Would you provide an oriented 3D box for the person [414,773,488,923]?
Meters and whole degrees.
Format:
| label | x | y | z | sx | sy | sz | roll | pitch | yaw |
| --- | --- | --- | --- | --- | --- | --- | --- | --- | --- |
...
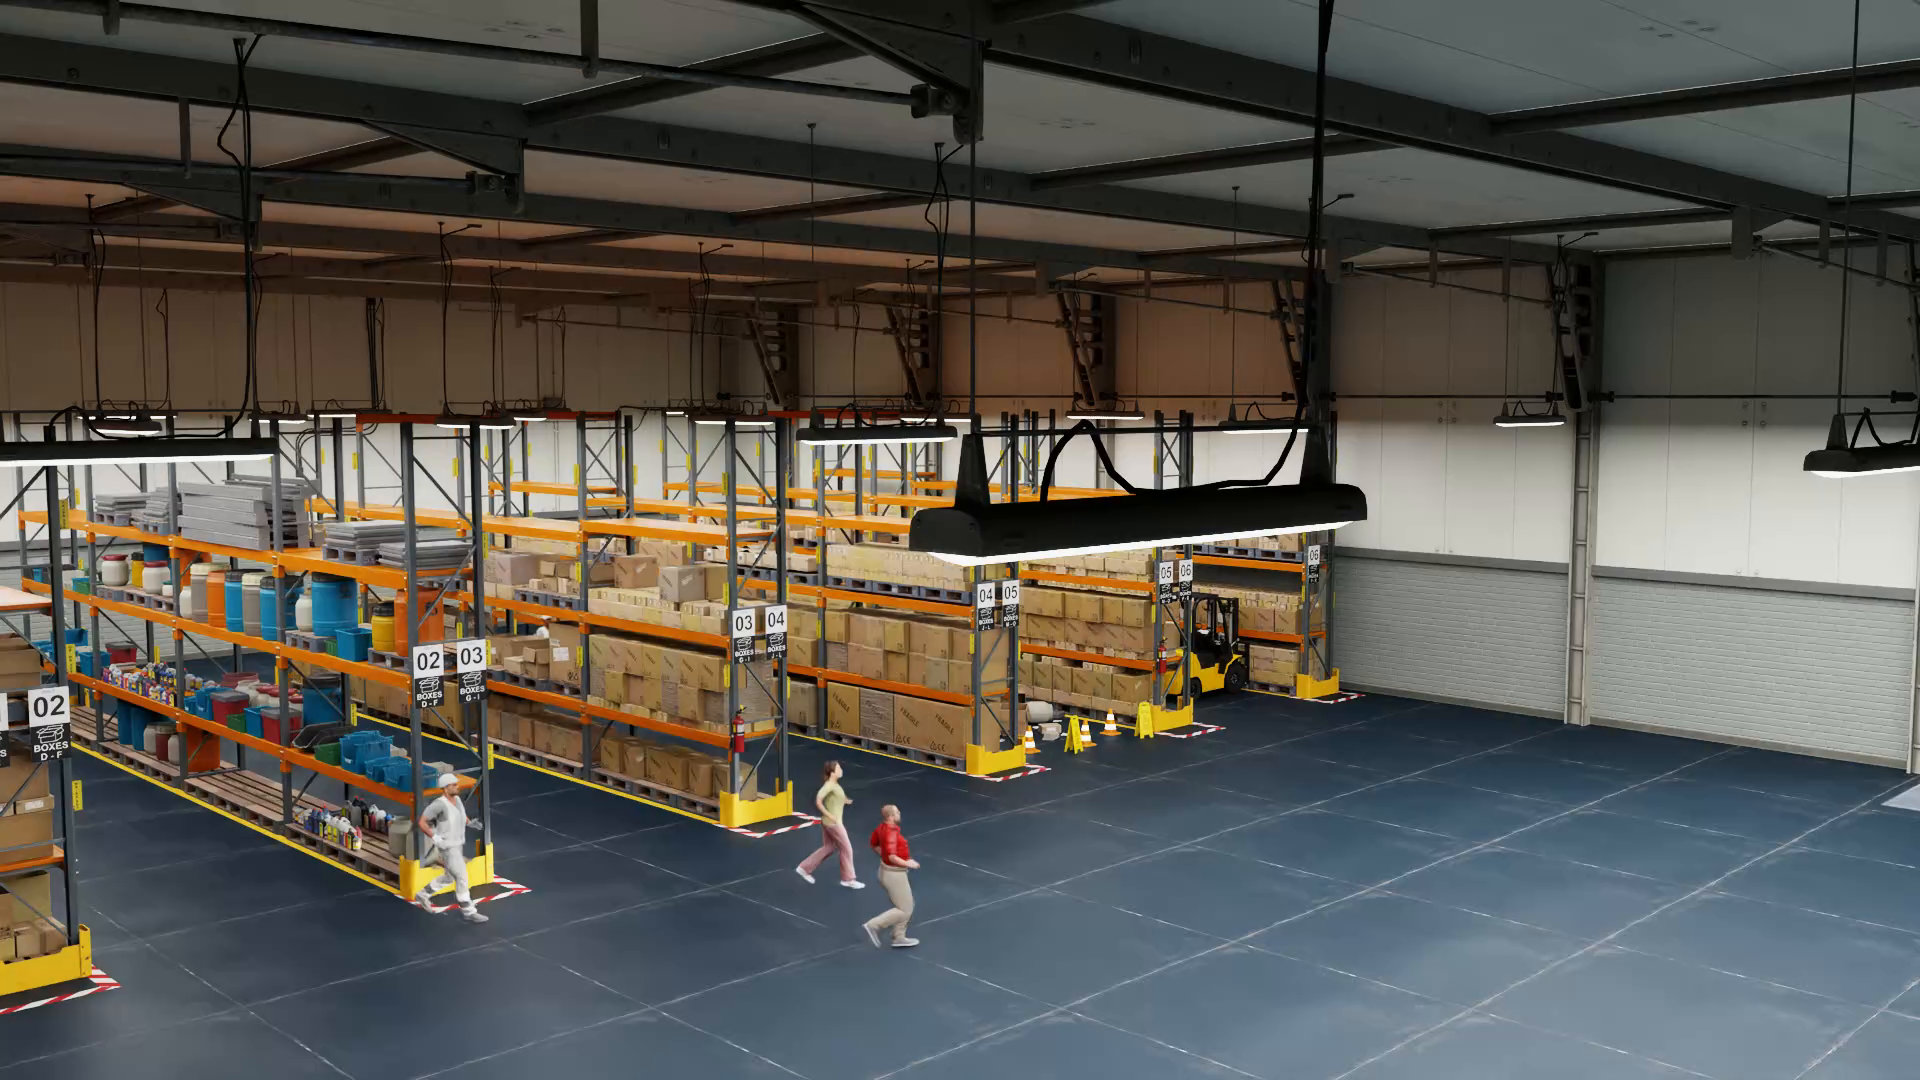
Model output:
| label | x | y | z | sx | sy | sz | roll | pitch | yaw |
| --- | --- | --- | --- | --- | --- | --- | --- | --- | --- |
| person | -6.123 | 3.674 | 19.981 | 0.980 | 1.761 | 0.674 | 1 | 5 | 7 |

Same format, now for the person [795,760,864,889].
| label | x | y | z | sx | sy | sz | roll | pitch | yaw |
| --- | --- | --- | --- | --- | --- | --- | --- | --- | --- |
| person | -1.655 | 3.647 | 21.329 | 0.847 | 1.681 | 0.564 | -1 | 5 | -11 |

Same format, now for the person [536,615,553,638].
| label | x | y | z | sx | sy | sz | roll | pitch | yaw |
| --- | --- | --- | --- | --- | --- | --- | --- | --- | --- |
| person | -8.582 | 2.422 | 34.960 | 0.698 | 1.777 | 0.680 | -4 | 6 | -40 |

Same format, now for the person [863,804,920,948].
| label | x | y | z | sx | sy | sz | roll | pitch | yaw |
| --- | --- | --- | --- | --- | --- | --- | --- | --- | --- |
| person | -0.801 | 3.842 | 18.986 | 0.701 | 1.677 | 0.667 | -2 | 5 | -20 |
